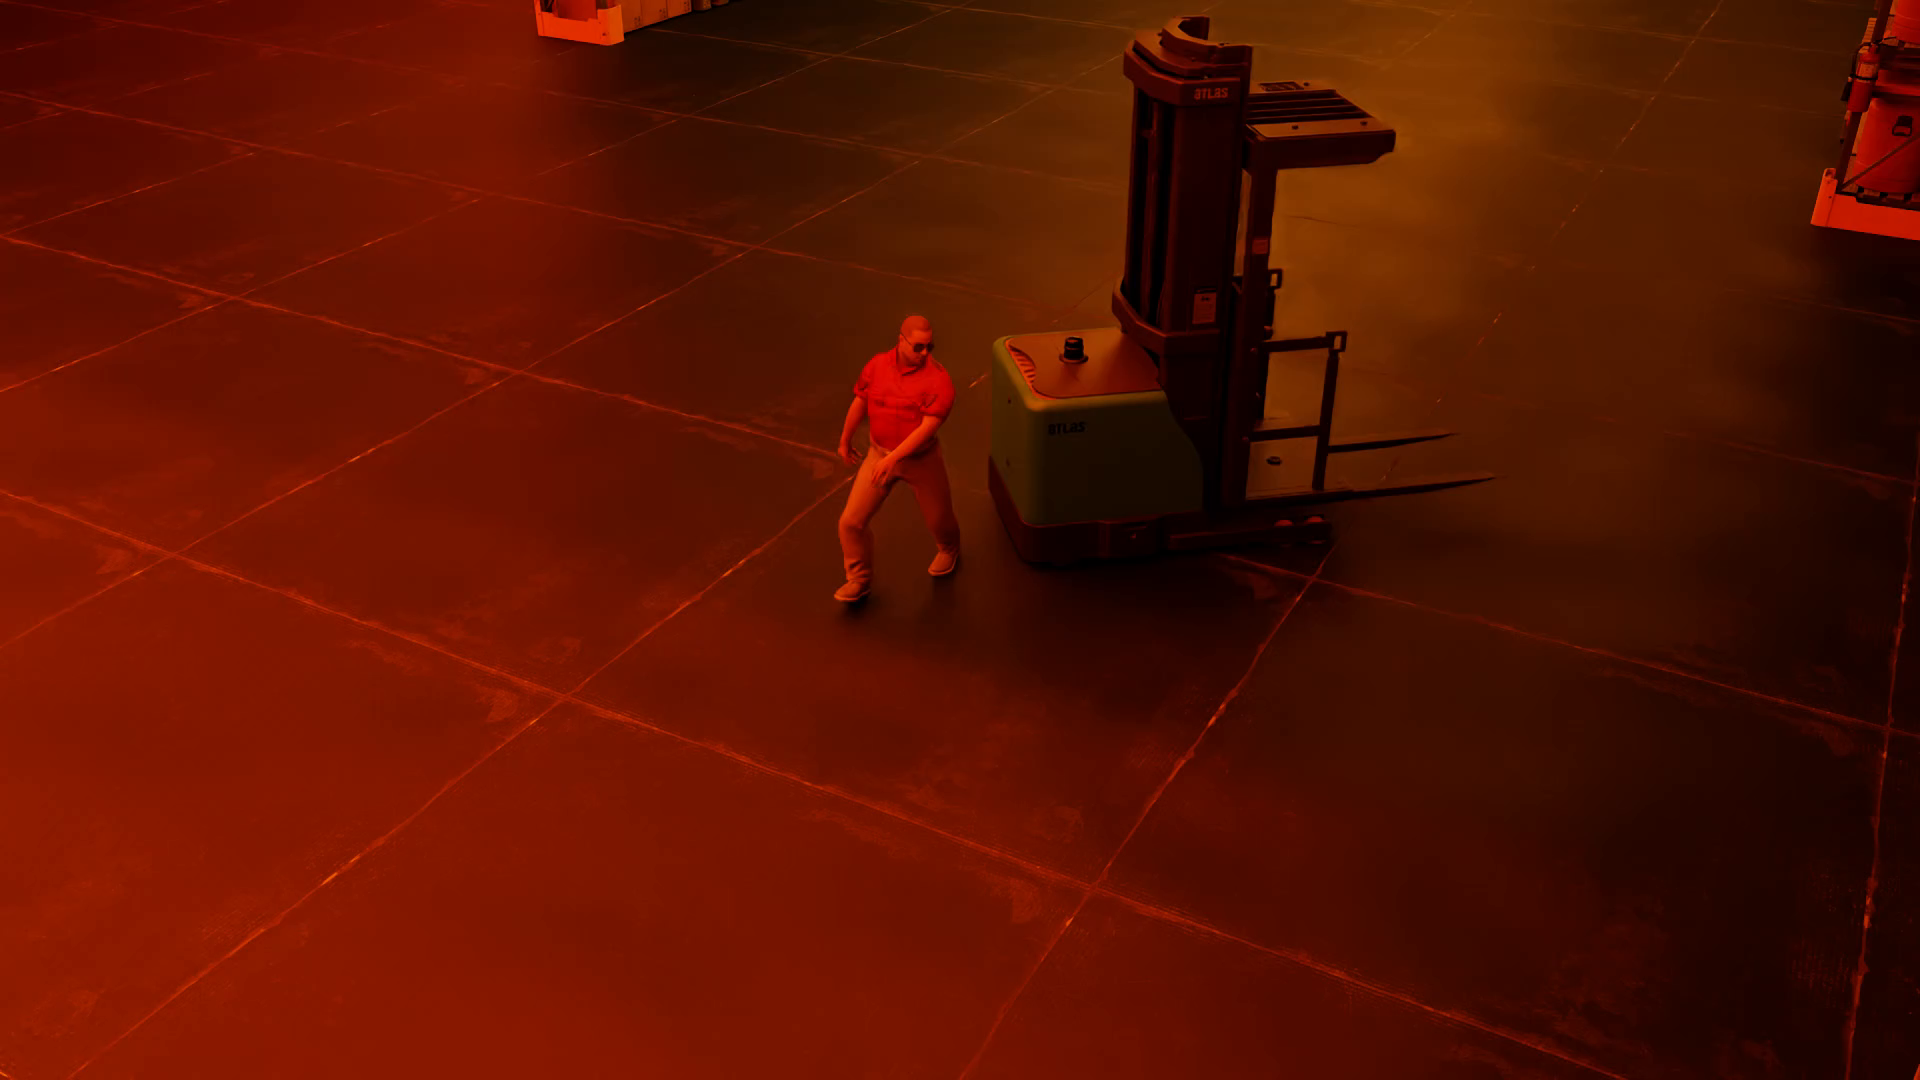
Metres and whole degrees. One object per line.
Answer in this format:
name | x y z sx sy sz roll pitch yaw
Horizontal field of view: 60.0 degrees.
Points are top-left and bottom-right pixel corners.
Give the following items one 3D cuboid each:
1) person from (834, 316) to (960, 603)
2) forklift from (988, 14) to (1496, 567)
person | -0.371 -0.455 9.165 0.707 1.639 0.830 8 31 14
forklift | 1.748 -1.475 9.626 3.031 2.935 1.130 -6 31 -10
